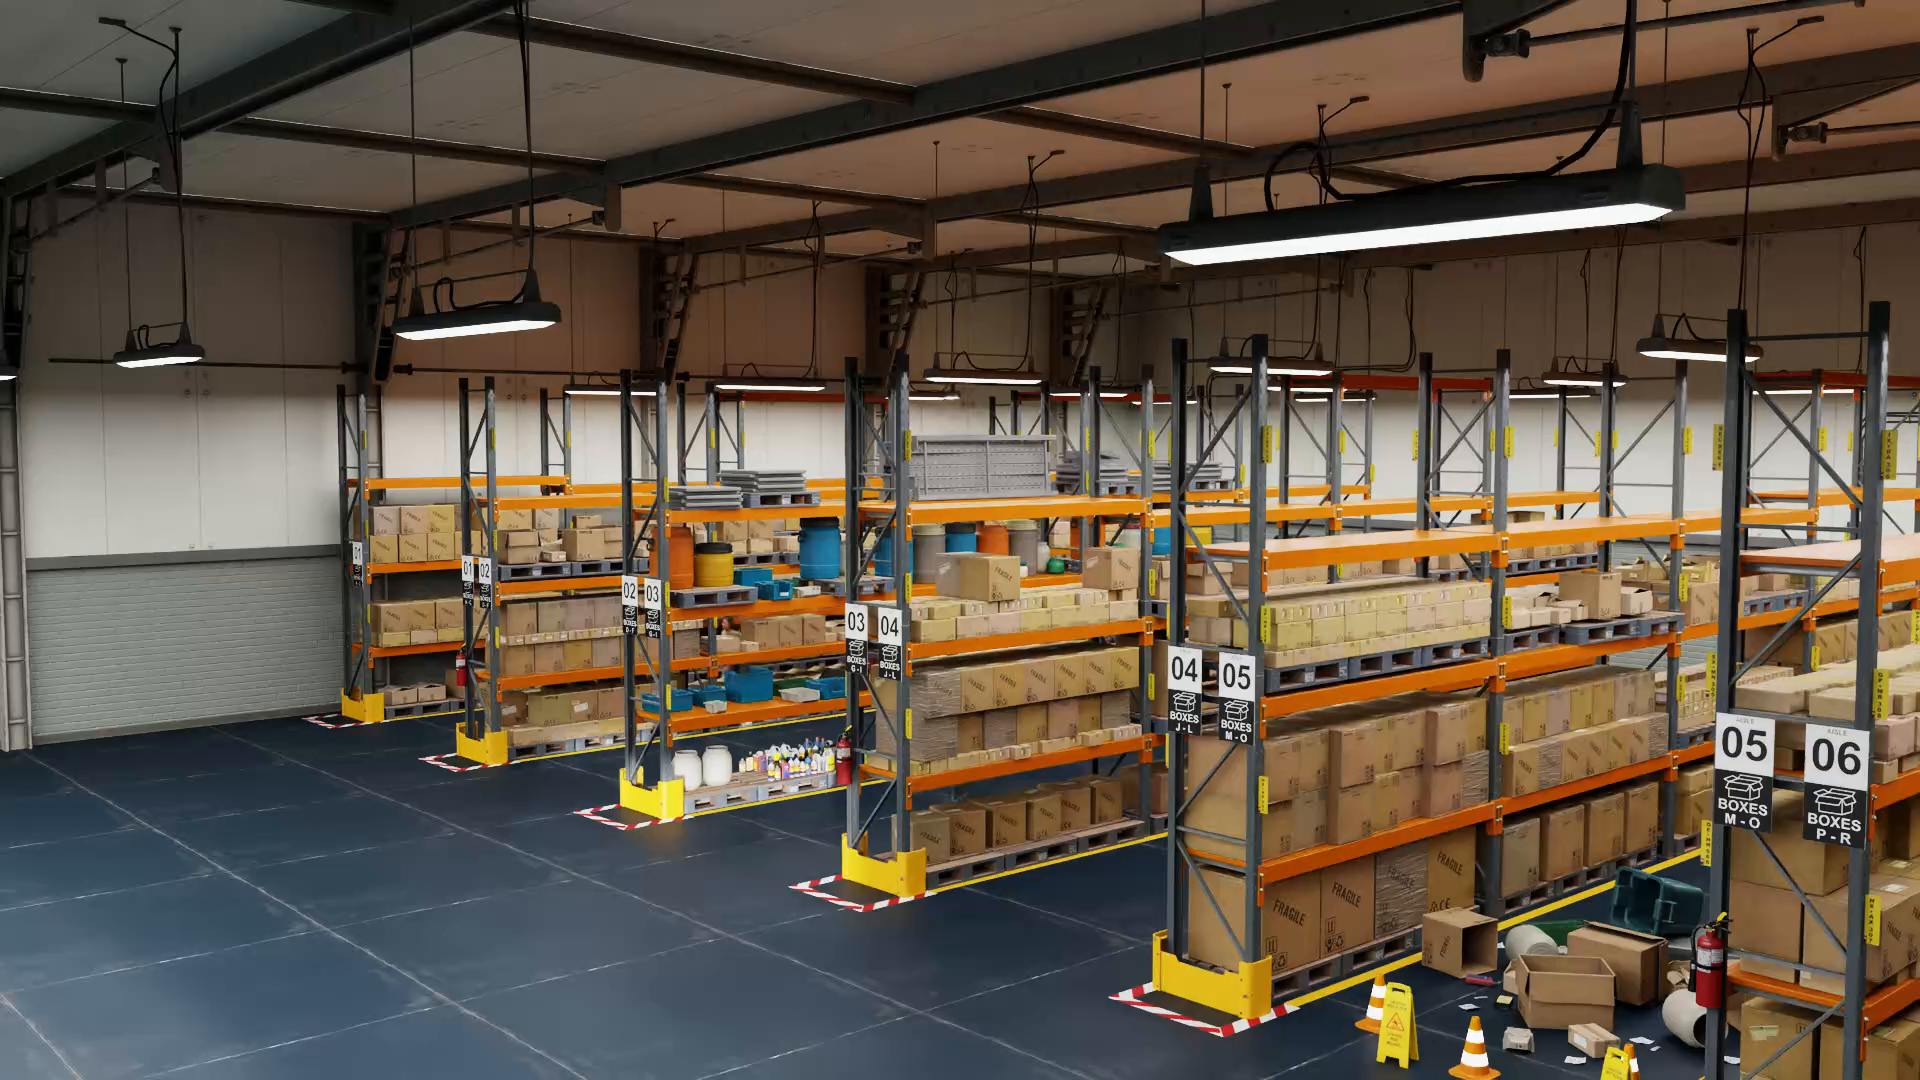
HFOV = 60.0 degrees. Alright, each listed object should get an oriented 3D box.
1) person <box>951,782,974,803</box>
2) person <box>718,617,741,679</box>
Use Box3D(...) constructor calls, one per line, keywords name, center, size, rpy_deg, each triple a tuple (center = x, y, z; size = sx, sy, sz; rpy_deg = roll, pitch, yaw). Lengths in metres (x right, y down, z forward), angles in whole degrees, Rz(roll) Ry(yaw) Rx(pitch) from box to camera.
Box3D(name="person", center=(-0.026, 2.807, 22.559), size=(0.687, 1.817, 0.719), rpy_deg=(3, 5, 41))
Box3D(name="person", center=(-4.315, 2.270, 31.201), size=(0.743, 1.680, 0.559), rpy_deg=(-3, 5, -41))
